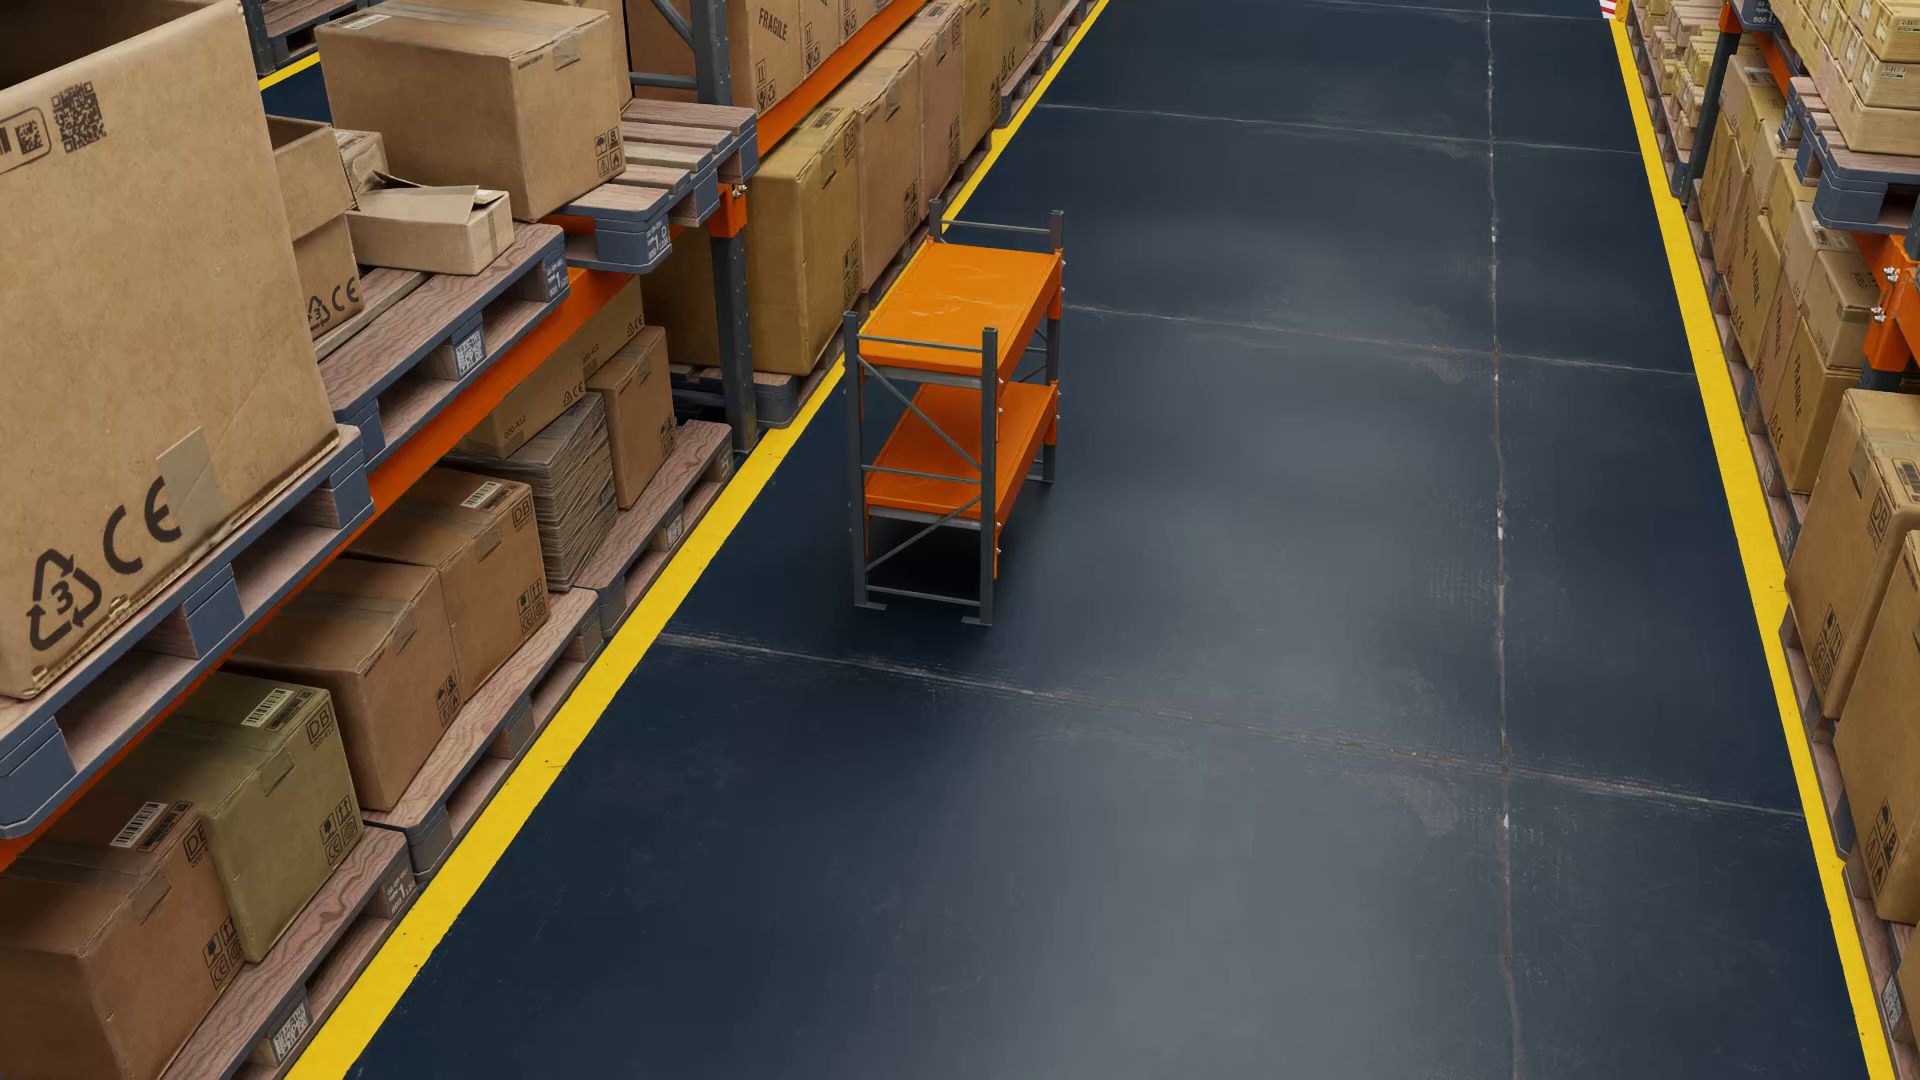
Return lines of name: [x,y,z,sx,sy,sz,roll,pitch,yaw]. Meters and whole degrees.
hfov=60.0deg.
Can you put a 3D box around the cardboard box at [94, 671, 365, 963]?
cardboard box: [-2.032,0.678,4.308,0.700,0.500,0.500,8,33,12]

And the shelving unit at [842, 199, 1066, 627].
shelving unit: [0.002,-0.478,5.954,0.538,1.125,1.048,8,33,12]

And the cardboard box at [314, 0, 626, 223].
cardboard box: [-1.476,-1.337,5.072,0.700,0.500,0.500,13,35,19]

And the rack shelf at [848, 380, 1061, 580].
rack shelf: [0.002,-0.272,6.085,0.538,0.278,1.000,8,33,12]

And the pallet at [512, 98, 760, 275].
pallet: [-1.410,-1.241,5.585,1.213,0.211,1.003,8,33,12]

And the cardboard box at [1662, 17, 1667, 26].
cardboard box: [4.840,-3.336,10.968,0.380,0.149,0.250,8,33,12]

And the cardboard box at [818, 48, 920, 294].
cardboard box: [-0.903,-1.804,7.880,1.225,0.875,0.875,8,33,13]

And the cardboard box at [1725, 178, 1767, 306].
cardboard box: [3.758,-1.281,7.408,0.500,0.500,0.500,9,33,13]

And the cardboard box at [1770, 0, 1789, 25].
cardboard box: [3.517,-2.175,6.718,0.380,0.149,0.250,7,33,10]

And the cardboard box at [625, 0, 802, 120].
cardboard box: [-0.946,-1.964,6.450,0.500,0.500,0.500,9,34,14]

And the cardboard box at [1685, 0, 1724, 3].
cardboard box: [4.722,-3.301,10.357,0.380,0.149,0.250,8,33,12]

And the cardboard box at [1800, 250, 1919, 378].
cardboard box: [3.360,-0.808,5.965,0.500,0.250,0.500,7,33,11]

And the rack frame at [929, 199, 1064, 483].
rack frame: [0.131,-0.742,6.369,0.500,1.125,0.032,8,33,12]

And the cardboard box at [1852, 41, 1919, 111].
cardboard box: [3.125,-1.494,5.369,0.380,0.149,0.250,9,33,13]

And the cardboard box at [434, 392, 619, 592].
cardboard box: [-1.611,-0.197,5.684,0.700,0.500,0.500,5,33,8]

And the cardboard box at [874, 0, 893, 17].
cardboard box: [-0.562,-2.757,7.698,0.500,0.500,0.500,8,33,13]

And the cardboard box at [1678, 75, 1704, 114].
cardboard box: [4.284,-2.503,9.380,0.380,0.149,0.250,6,33,10]

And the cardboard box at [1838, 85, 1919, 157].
cardboard box: [3.120,-1.368,5.449,0.380,0.149,0.250,9,33,13]

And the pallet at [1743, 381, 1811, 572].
pallet: [3.639,-0.207,6.379,1.003,0.211,1.213,8,33,12]

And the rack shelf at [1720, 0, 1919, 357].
rack shelf: [3.947,-1.713,6.819,1.077,0.370,4.000,8,33,12]

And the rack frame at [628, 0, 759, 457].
rack frame: [-1.332,-1.706,6.138,1.000,3.000,0.127,8,33,12]

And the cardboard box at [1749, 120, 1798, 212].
cardboard box: [3.745,-1.605,7.218,0.500,0.250,0.500,9,34,14]

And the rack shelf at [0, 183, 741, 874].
rack shelf: [-1.840,-0.365,4.699,1.077,0.370,4.000,8,33,12]

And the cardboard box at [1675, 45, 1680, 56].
cardboard box: [4.627,-3.032,10.213,0.380,0.149,0.250,6,33,10]

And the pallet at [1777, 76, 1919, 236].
pallet: [3.517,-1.282,5.650,1.213,0.211,1.003,8,33,12]

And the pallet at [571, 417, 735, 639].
pallet: [-1.532,-0.124,6.249,1.003,0.211,1.213,8,33,12]

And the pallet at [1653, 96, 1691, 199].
pallet: [4.591,-2.231,9.563,1.003,0.211,1.213,8,33,12]

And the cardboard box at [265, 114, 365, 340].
cardboard box: [-1.997,-0.764,4.168,0.797,0.503,0.637,11,34,17]

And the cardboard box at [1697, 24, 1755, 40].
cardboard box: [4.517,-2.892,9.714,0.380,0.149,0.250,9,34,14]

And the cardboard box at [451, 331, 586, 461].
cardboard box: [-1.598,-0.525,5.501,0.500,0.250,0.500,12,34,18]

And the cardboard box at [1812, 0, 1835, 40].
cardboard box: [3.319,-1.899,6.007,0.380,0.149,0.250,8,33,12]

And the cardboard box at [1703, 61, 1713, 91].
cardboard box: [4.293,-2.500,9.097,0.380,0.149,0.250,9,34,14]

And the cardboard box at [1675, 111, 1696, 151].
cardboard box: [4.225,-2.278,9.304,0.380,0.149,0.250,8,33,13]

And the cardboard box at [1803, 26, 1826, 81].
cardboard box: [3.317,-1.759,6.064,0.380,0.149,0.250,8,33,12]

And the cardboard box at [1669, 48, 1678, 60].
cardboard box: [4.619,-2.942,10.347,0.380,0.149,0.250,9,33,13]

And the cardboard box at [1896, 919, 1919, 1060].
cardboard box: [2.744,1.035,3.532,1.050,0.750,0.750,8,33,12]

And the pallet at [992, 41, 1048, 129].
pallet: [-0.049,-2.989,10.755,1.003,0.211,1.213,8,33,12]

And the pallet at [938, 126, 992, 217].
pallet: [-0.440,-2.195,9.506,1.003,0.211,1.213,8,33,12]

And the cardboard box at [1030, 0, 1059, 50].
cardboard box: [0.156,-3.861,11.117,0.875,0.875,0.875,8,33,12]

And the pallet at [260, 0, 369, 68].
pallet: [-4.959,-3.667,11.821,1.003,0.211,1.213,8,33,12]

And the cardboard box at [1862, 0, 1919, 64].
cardboard box: [3.121,-1.618,5.287,0.380,0.149,0.250,7,33,10]

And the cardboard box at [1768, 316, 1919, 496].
cardboard box: [3.354,-0.478,6.145,0.500,0.500,0.500,8,33,12]
